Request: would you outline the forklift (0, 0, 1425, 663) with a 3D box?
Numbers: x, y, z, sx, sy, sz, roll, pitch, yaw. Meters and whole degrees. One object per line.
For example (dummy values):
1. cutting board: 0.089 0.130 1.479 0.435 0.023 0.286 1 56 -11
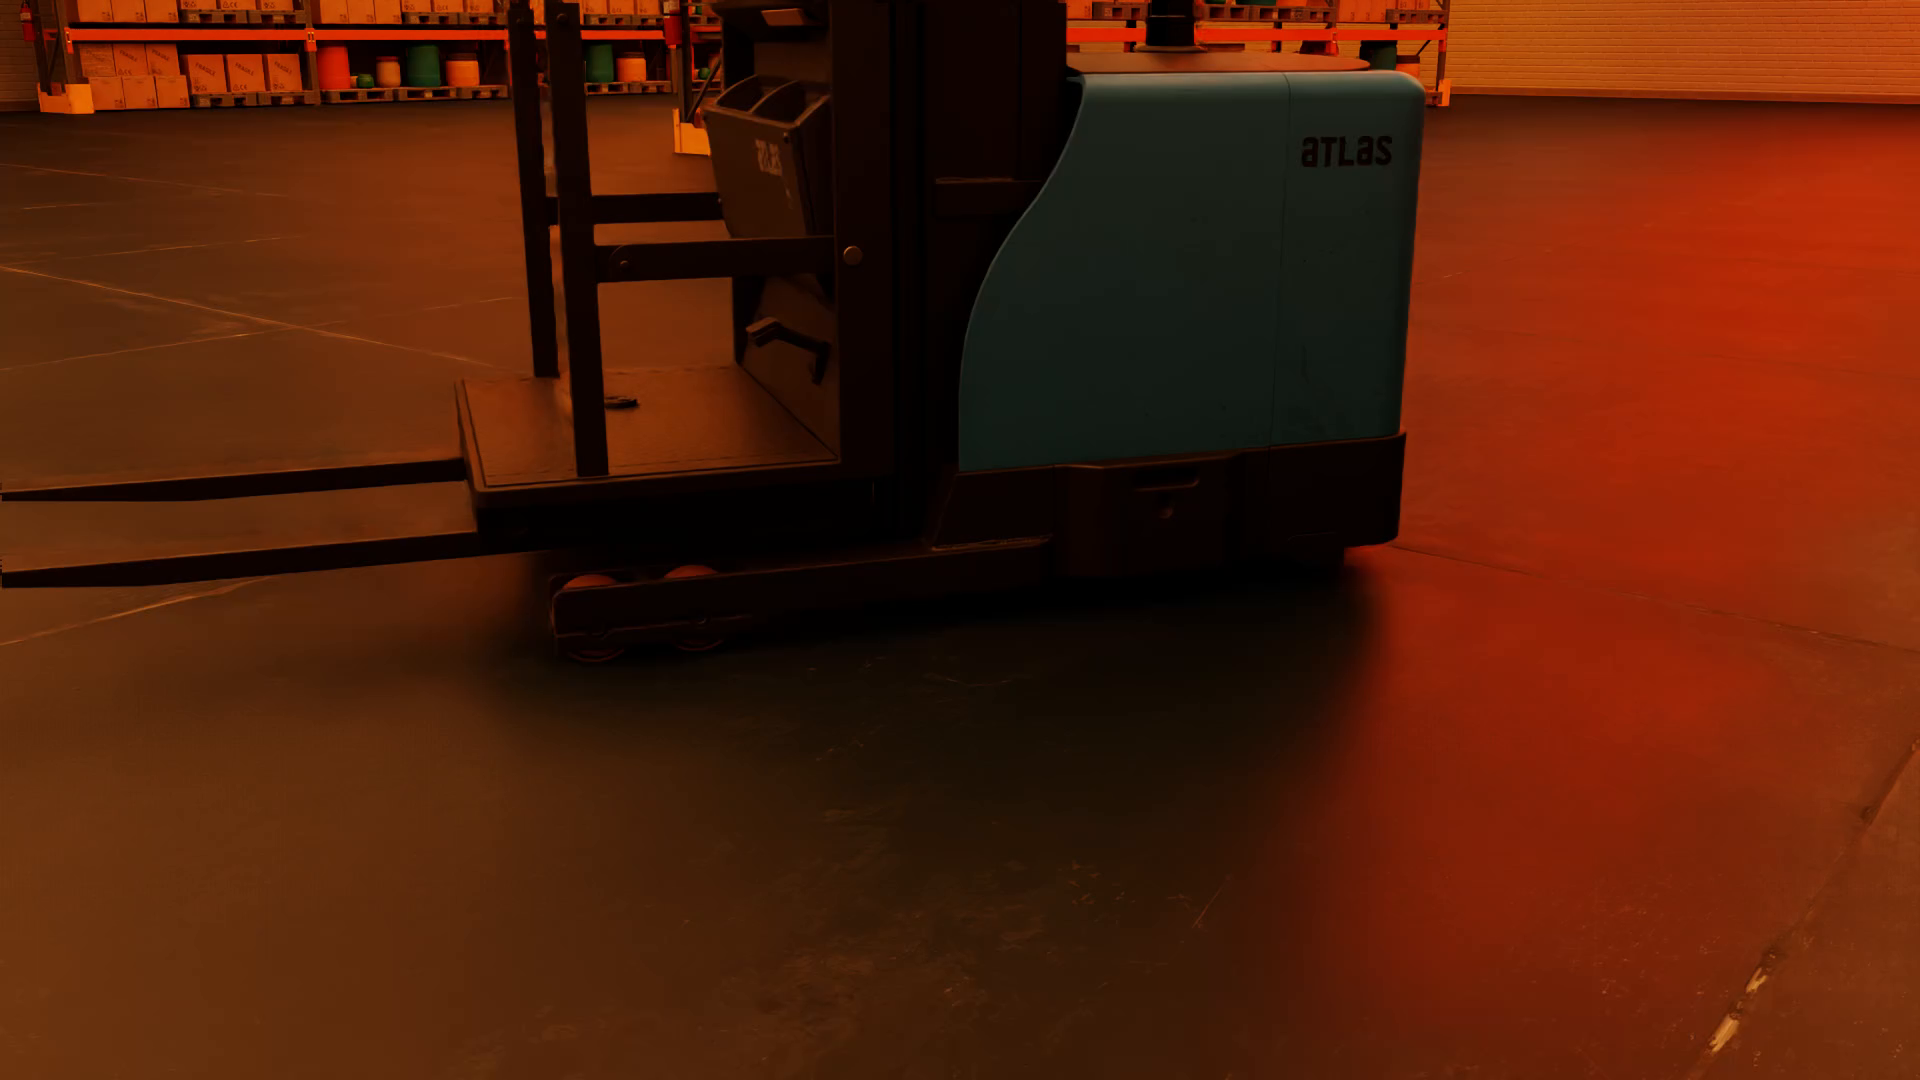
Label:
1. forklift: -0.589 -1.340 3.310 3.031 2.935 1.130 -5 18 -17
